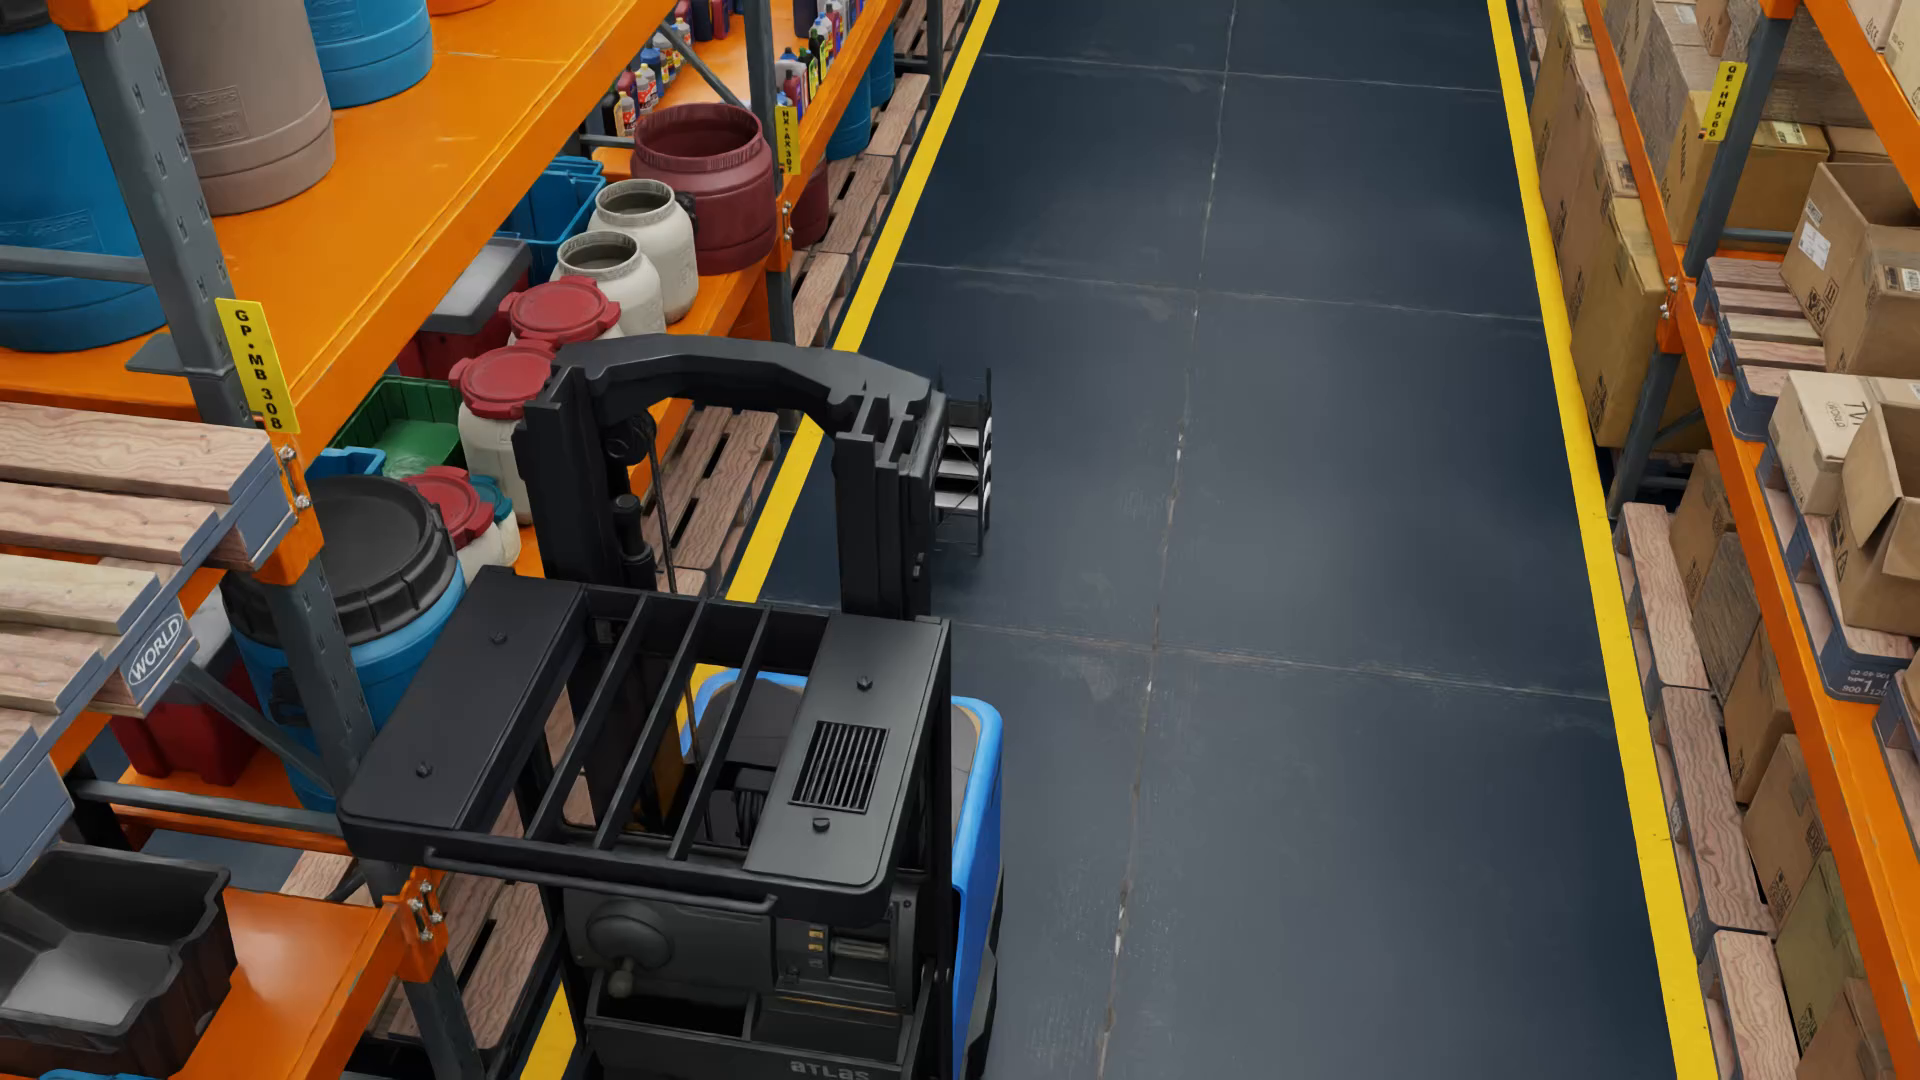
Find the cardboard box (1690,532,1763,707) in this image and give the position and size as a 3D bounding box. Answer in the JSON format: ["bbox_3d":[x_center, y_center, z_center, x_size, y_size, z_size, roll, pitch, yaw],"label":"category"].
[{"bbox_3d":[3.388,0.334,6.608,0.700,0.500,0.500,3,40,4],"label":"cardboard box"}]

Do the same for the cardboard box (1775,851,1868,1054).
[{"bbox_3d":[3.104,1.392,5.328,0.700,0.500,0.500,6,40,7],"label":"cardboard box"}]

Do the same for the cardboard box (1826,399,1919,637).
[{"bbox_3d":[3.084,-0.021,5.011,0.797,0.503,0.637,10,41,12],"label":"cardboard box"}]

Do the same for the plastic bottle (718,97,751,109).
[{"bbox_3d":[-1.067,-1.983,7.891,0.152,0.276,0.135,6,40,8],"label":"plastic bottle"}]

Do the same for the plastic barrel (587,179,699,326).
[{"bbox_3d":[-1.278,-1.152,6.701,0.421,0.512,0.421,0,40,0],"label":"plastic barrel"}]

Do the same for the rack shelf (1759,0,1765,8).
[{"bbox_3d":[3.914,-3.366,7.677,1.077,0.370,4.000,6,40,8],"label":"rack shelf"}]

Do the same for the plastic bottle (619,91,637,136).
[{"bbox_3d":[-1.623,-2.072,8.059,0.097,0.201,0.097,0,40,0],"label":"plastic bottle"}]

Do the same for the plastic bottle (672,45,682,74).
[{"bbox_3d":[-1.499,-2.523,8.603,0.097,0.201,0.097,0,40,0],"label":"plastic bottle"}]

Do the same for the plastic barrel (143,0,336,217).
[{"bbox_3d":[-2.015,-1.370,4.306,0.600,0.901,0.600,0,40,0],"label":"plastic barrel"}]

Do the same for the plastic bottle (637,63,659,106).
[{"bbox_3d":[-1.566,-2.278,8.308,0.097,0.201,0.097,0,40,0],"label":"plastic bottle"}]

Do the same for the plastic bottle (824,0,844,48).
[{"bbox_3d":[-0.671,-2.759,8.833,0.097,0.271,0.097,0,40,0],"label":"plastic bottle"}]

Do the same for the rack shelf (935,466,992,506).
[{"bbox_3d":[0.001,-0.257,7.548,0.258,0.077,0.200,6,40,8],"label":"rack shelf"}]

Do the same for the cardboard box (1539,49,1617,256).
[{"bbox_3d":[4.015,-2.120,9.298,1.225,0.875,0.875,5,40,6],"label":"cardboard box"}]

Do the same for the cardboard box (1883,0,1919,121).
[{"bbox_3d":[3.067,-1.417,4.874,0.500,0.250,0.500,7,40,9],"label":"cardboard box"}]

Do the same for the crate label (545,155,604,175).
[{"bbox_3d":[-1.753,-1.490,7.330,0.303,0.233,0.416,6,40,8],"label":"crate label"}]

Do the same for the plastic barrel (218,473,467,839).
[{"bbox_3d":[-1.638,0.330,4.603,0.600,0.901,0.708,6,40,8],"label":"plastic barrel"}]

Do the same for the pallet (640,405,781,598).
[{"bbox_3d":[-1.483,-0.221,7.852,1.003,0.211,1.213,6,40,8],"label":"pallet"}]

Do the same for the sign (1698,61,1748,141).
[{"bbox_3d":[3.020,-1.737,6.588,0.100,0.325,0.005,6,40,8],"label":"sign"}]

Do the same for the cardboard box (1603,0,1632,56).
[{"bbox_3d":[3.761,-2.890,8.813,0.500,0.500,0.500,6,40,7],"label":"cardboard box"}]

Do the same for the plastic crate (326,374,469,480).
[{"bbox_3d":[-1.980,-0.310,5.937,0.450,0.188,0.662,6,40,8],"label":"plastic crate"}]

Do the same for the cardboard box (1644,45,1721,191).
[{"bbox_3d":[3.501,-1.919,7.639,0.500,0.500,0.500,6,40,7],"label":"cardboard box"}]

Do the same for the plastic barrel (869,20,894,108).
[{"bbox_3d":[-0.729,-3.302,10.707,0.600,0.901,0.708,6,40,8],"label":"plastic barrel"}]

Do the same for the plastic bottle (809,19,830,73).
[{"bbox_3d":[-0.727,-2.553,8.584,0.097,0.271,0.097,0,40,0],"label":"plastic bottle"}]

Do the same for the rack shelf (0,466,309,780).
[{"bbox_3d":[-2.349,1.109,2.265,1.077,0.370,4.000,6,40,8],"label":"rack shelf"}]

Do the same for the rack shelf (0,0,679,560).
[{"bbox_3d":[-1.657,-1.401,5.301,1.077,0.370,4.000,6,40,8],"label":"rack shelf"}]

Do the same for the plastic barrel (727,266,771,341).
[{"bbox_3d":[-1.243,-1.412,8.477,0.600,0.830,0.708,6,40,8],"label":"plastic barrel"}]

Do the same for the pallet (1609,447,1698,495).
[{"bbox_3d":[3.778,-0.643,8.362,1.003,0.211,1.213,6,40,8],"label":"pallet"}]

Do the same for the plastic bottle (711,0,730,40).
[{"bbox_3d":[-1.289,-2.851,8.936,0.061,0.283,0.133,6,40,8],"label":"plastic bottle"}]

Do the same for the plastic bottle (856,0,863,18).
[{"bbox_3d":[-0.577,-3.034,9.157,0.061,0.283,0.133,6,40,8],"label":"plastic bottle"}]

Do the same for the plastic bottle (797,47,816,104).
[{"bbox_3d":[-0.769,-2.338,8.315,0.061,0.283,0.133,6,40,8],"label":"plastic bottle"}]

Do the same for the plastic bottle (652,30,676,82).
[{"bbox_3d":[-1.516,-2.489,8.507,0.097,0.271,0.097,0,40,0],"label":"plastic bottle"}]

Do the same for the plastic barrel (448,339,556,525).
[{"bbox_3d":[-1.494,-0.356,5.720,0.433,0.535,0.433,0,40,0],"label":"plastic barrel"}]

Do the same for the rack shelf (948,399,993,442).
[{"bbox_3d":[0.001,-0.534,7.319,0.258,0.077,0.200,6,40,8],"label":"rack shelf"}]

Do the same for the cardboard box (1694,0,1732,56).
[{"bbox_3d":[3.825,-2.522,7.581,0.797,0.503,0.637,7,40,9],"label":"cardboard box"}]

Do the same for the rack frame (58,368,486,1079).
[{"bbox_3d":[-2.003,0.733,4.510,1.000,3.000,0.127,6,40,8],"label":"rack frame"}]

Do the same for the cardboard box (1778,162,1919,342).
[{"bbox_3d":[3.513,-1.089,6.305,0.500,0.500,0.500,2,40,2],"label":"cardboard box"}]

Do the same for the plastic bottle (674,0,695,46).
[{"bbox_3d":[-1.463,-2.751,8.815,0.061,0.283,0.133,6,40,8],"label":"plastic bottle"}]

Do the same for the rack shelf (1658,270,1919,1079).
[{"bbox_3d":[3.221,0.301,5.597,1.077,0.370,4.000,6,40,8],"label":"rack shelf"}]

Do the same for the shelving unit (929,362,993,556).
[{"bbox_3d":[0.001,-0.352,7.469,0.258,0.900,0.210,6,40,8],"label":"shelving unit"}]

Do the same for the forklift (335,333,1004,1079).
[{"bbox_3d":[-0.605,1.096,4.124,1.130,2.935,3.031,6,40,8],"label":"forklift"}]

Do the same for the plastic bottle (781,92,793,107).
[{"bbox_3d":[-0.854,-2.068,8.053,0.097,0.201,0.097,0,40,0],"label":"plastic bottle"}]

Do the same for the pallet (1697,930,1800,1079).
[{"bbox_3d":[3.009,1.865,5.329,1.003,0.211,1.213,6,40,8],"label":"pallet"}]

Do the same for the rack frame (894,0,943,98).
[{"bbox_3d":[-0.619,-4.288,10.582,1.000,3.000,0.127,6,40,8],"label":"rack frame"}]

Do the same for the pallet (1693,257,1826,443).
[{"bbox_3d":[3.549,-0.699,6.391,1.213,0.211,1.003,6,40,8],"label":"pallet"}]

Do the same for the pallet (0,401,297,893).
[{"bbox_3d":[-2.032,0.113,3.053,1.213,0.211,1.003,6,40,8],"label":"pallet"}]

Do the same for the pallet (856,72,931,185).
[{"bbox_3d":[-0.793,-2.734,10.891,1.003,0.211,1.213,6,40,8],"label":"pallet"}]
